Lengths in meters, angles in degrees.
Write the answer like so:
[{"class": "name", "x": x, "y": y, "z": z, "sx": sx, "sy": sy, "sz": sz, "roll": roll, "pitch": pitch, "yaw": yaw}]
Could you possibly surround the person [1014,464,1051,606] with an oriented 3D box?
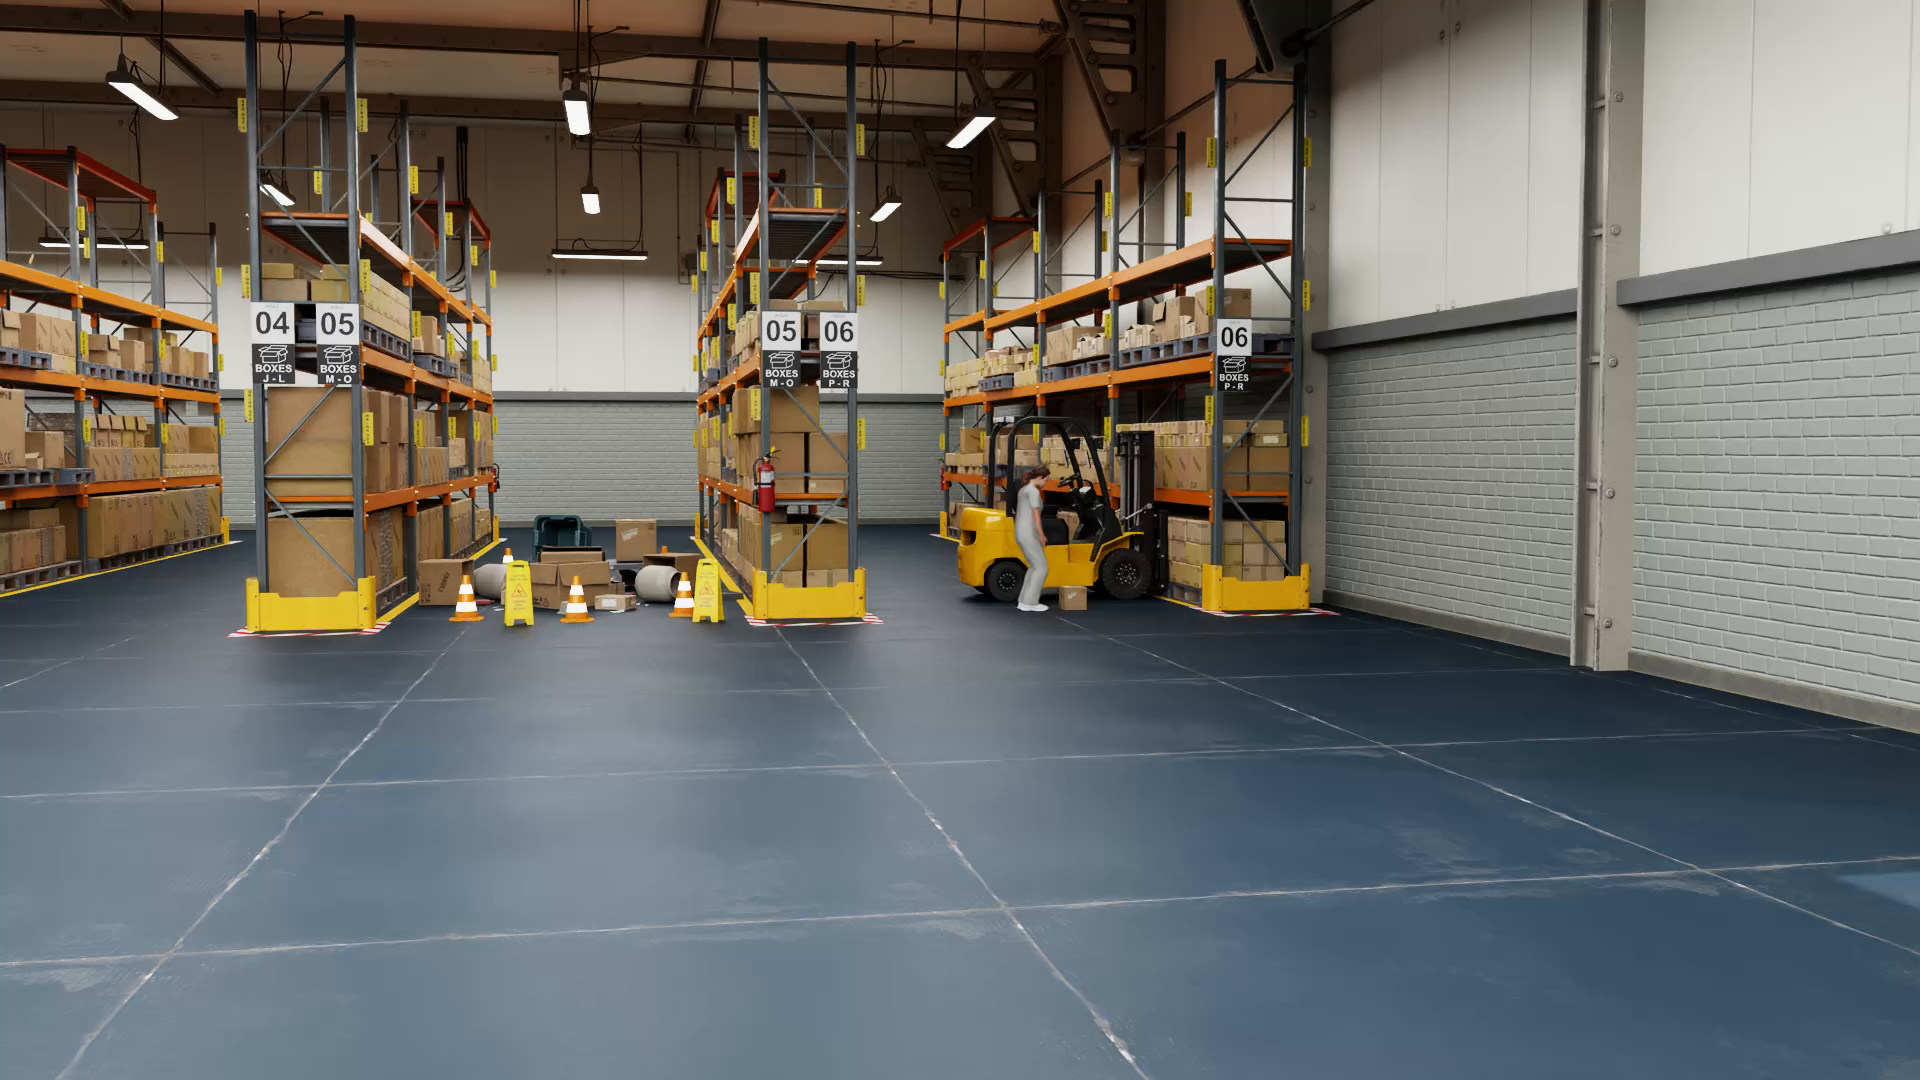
[{"class": "person", "x": 0.796, "y": -0.058, "z": 18.330, "sx": 0.406, "sy": 1.559, "sz": 0.464, "roll": -1, "pitch": 3, "yaw": -10}]
